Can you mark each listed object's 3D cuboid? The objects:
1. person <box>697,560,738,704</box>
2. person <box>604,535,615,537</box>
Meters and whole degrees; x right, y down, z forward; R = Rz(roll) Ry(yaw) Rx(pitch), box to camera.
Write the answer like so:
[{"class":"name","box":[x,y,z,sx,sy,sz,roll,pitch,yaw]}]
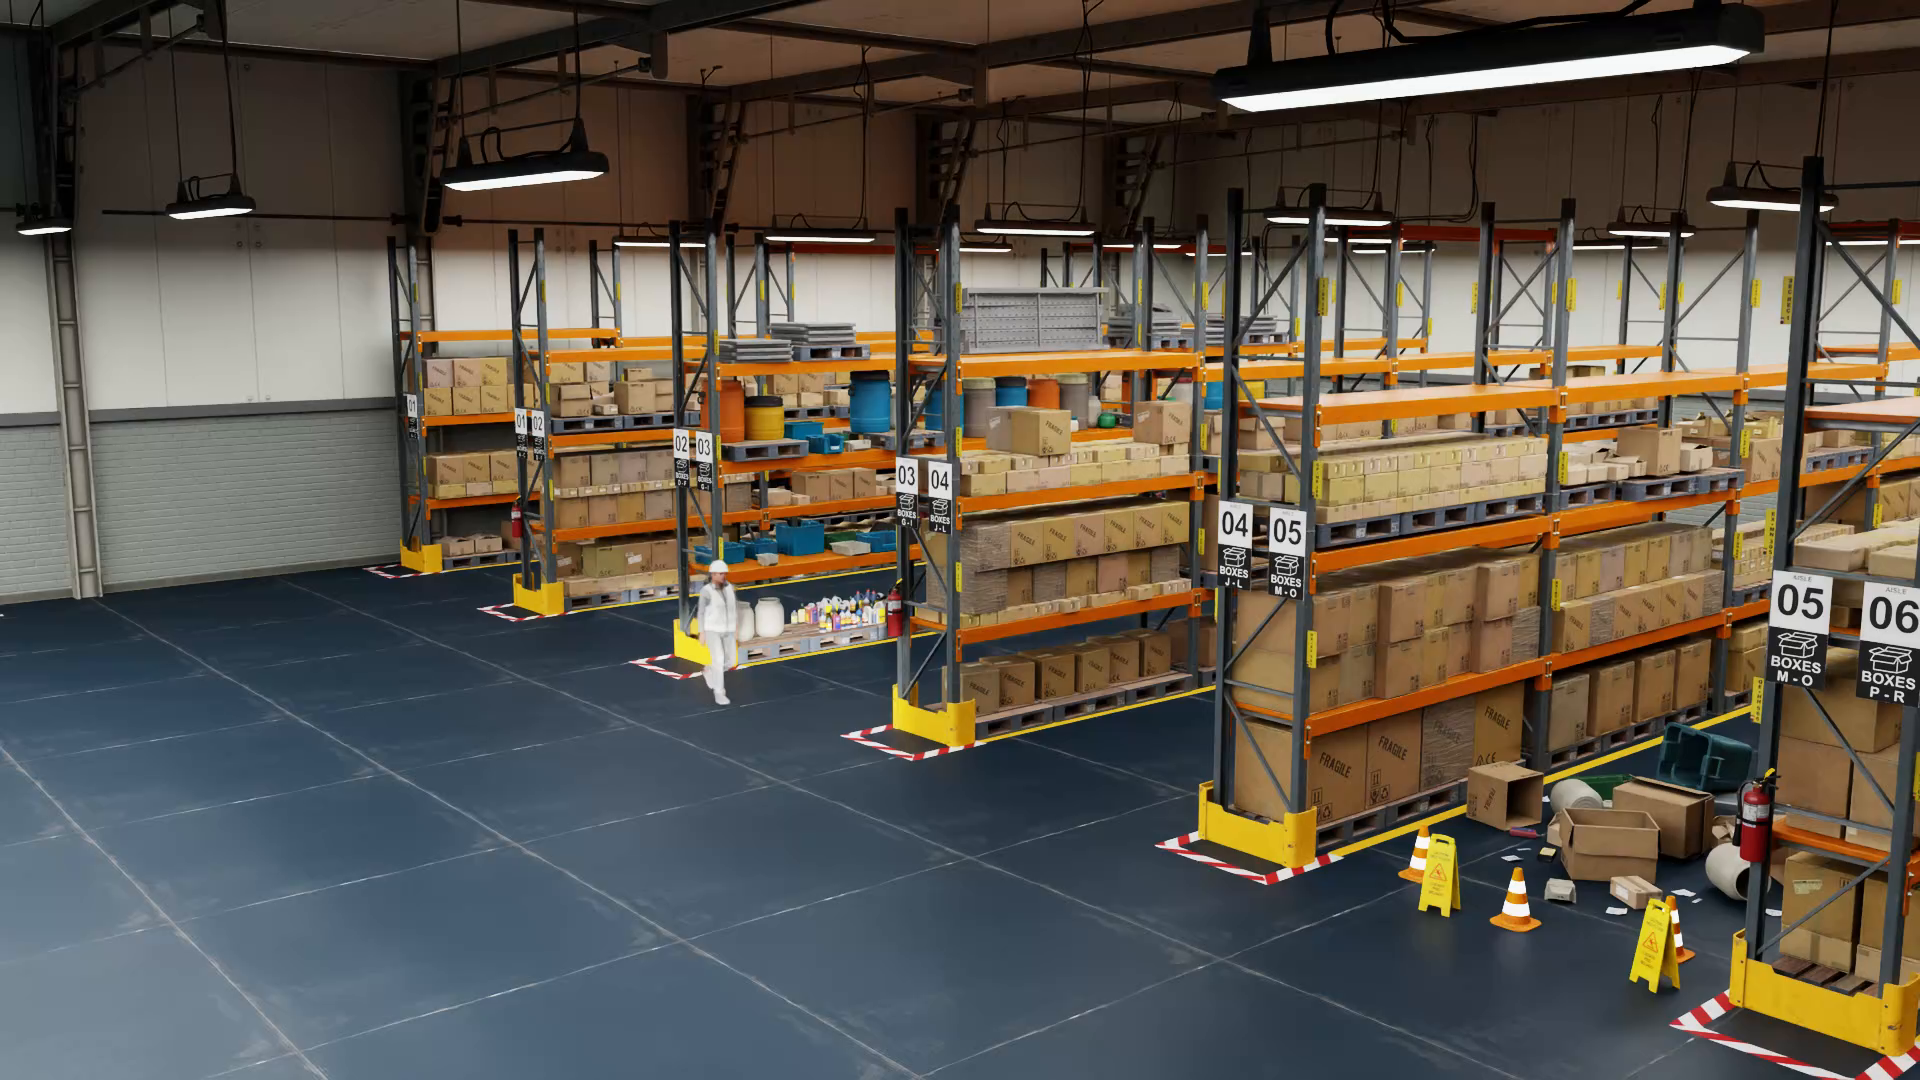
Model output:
[{"class":"person","box":[-3.026,1.118,20.766,0.560,1.748,0.850,-8,12,-43]},{"class":"person","box":[-6.126,-0.130,29.292,0.479,1.612,0.928,6,11,35]}]
